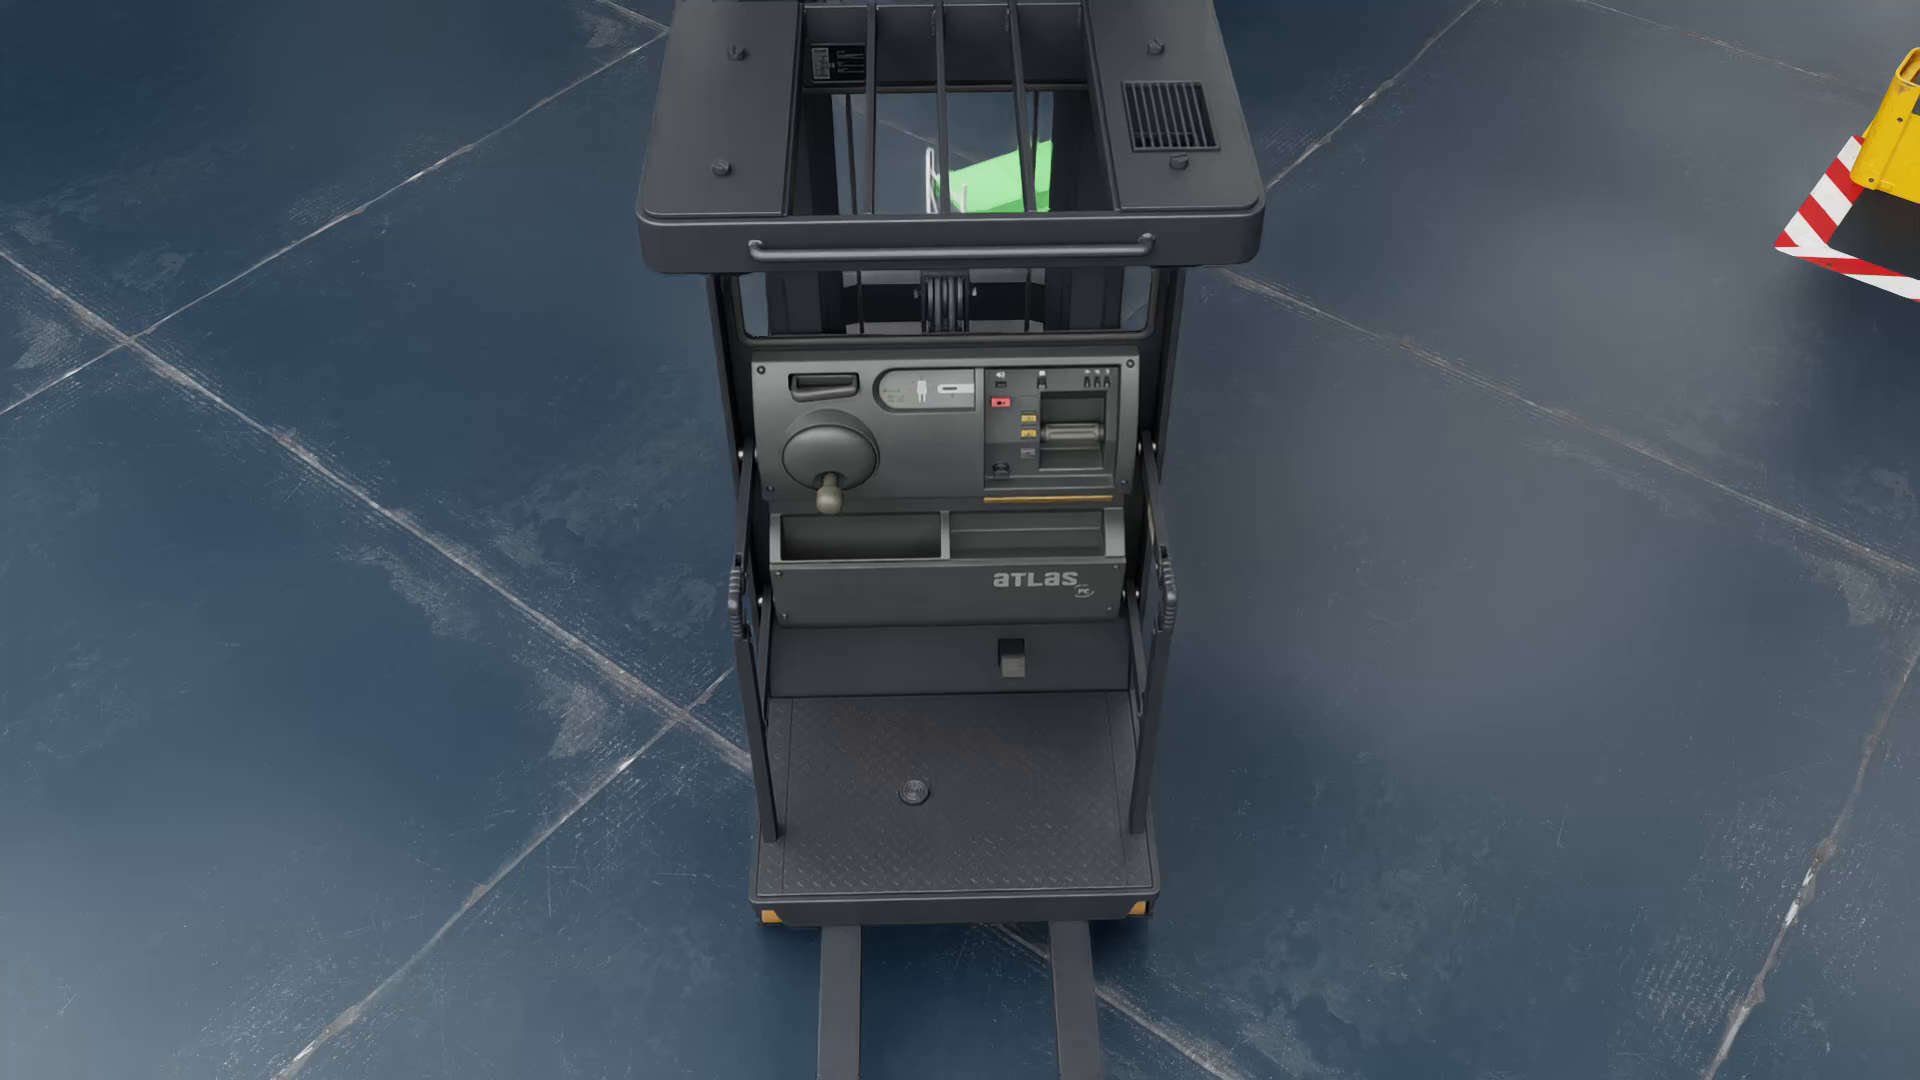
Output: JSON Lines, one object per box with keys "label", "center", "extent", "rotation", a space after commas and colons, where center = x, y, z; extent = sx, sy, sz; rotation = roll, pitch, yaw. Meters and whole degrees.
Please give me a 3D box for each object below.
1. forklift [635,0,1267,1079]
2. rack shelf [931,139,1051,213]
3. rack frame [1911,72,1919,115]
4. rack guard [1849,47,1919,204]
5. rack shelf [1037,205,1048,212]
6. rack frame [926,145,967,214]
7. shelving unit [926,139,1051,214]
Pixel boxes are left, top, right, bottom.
{"label": "forklift", "center": [-0.025, -0.170, 3.886], "extent": [1.130, 2.935, 3.031], "rotation": [-1, 46, -1]}
{"label": "rack shelf", "center": [0.171, -1.138, 5.432], "extent": [0.480, 0.148, 0.258], "rotation": [-22, 50, -20]}
{"label": "rack frame", "center": [4.380, -2.402, 5.970], "extent": [1.000, 3.000, 0.127], "rotation": [29, 53, 25]}
{"label": "rack guard", "center": [4.427, -1.582, 6.916], "extent": [1.175, 0.500, 0.348], "rotation": [29, 53, 25]}
{"label": "rack shelf", "center": [0.171, -0.972, 5.605], "extent": [0.480, 0.148, 0.258], "rotation": [-22, 50, -20]}
{"label": "rack frame", "center": [-0.042, -0.764, 5.650], "extent": [0.015, 1.200, 0.240], "rotation": [-22, 50, -20]}
{"label": "shelving unit", "center": [0.171, -0.850, 5.732], "extent": [0.503, 1.200, 0.258], "rotation": [-22, 50, -20]}
